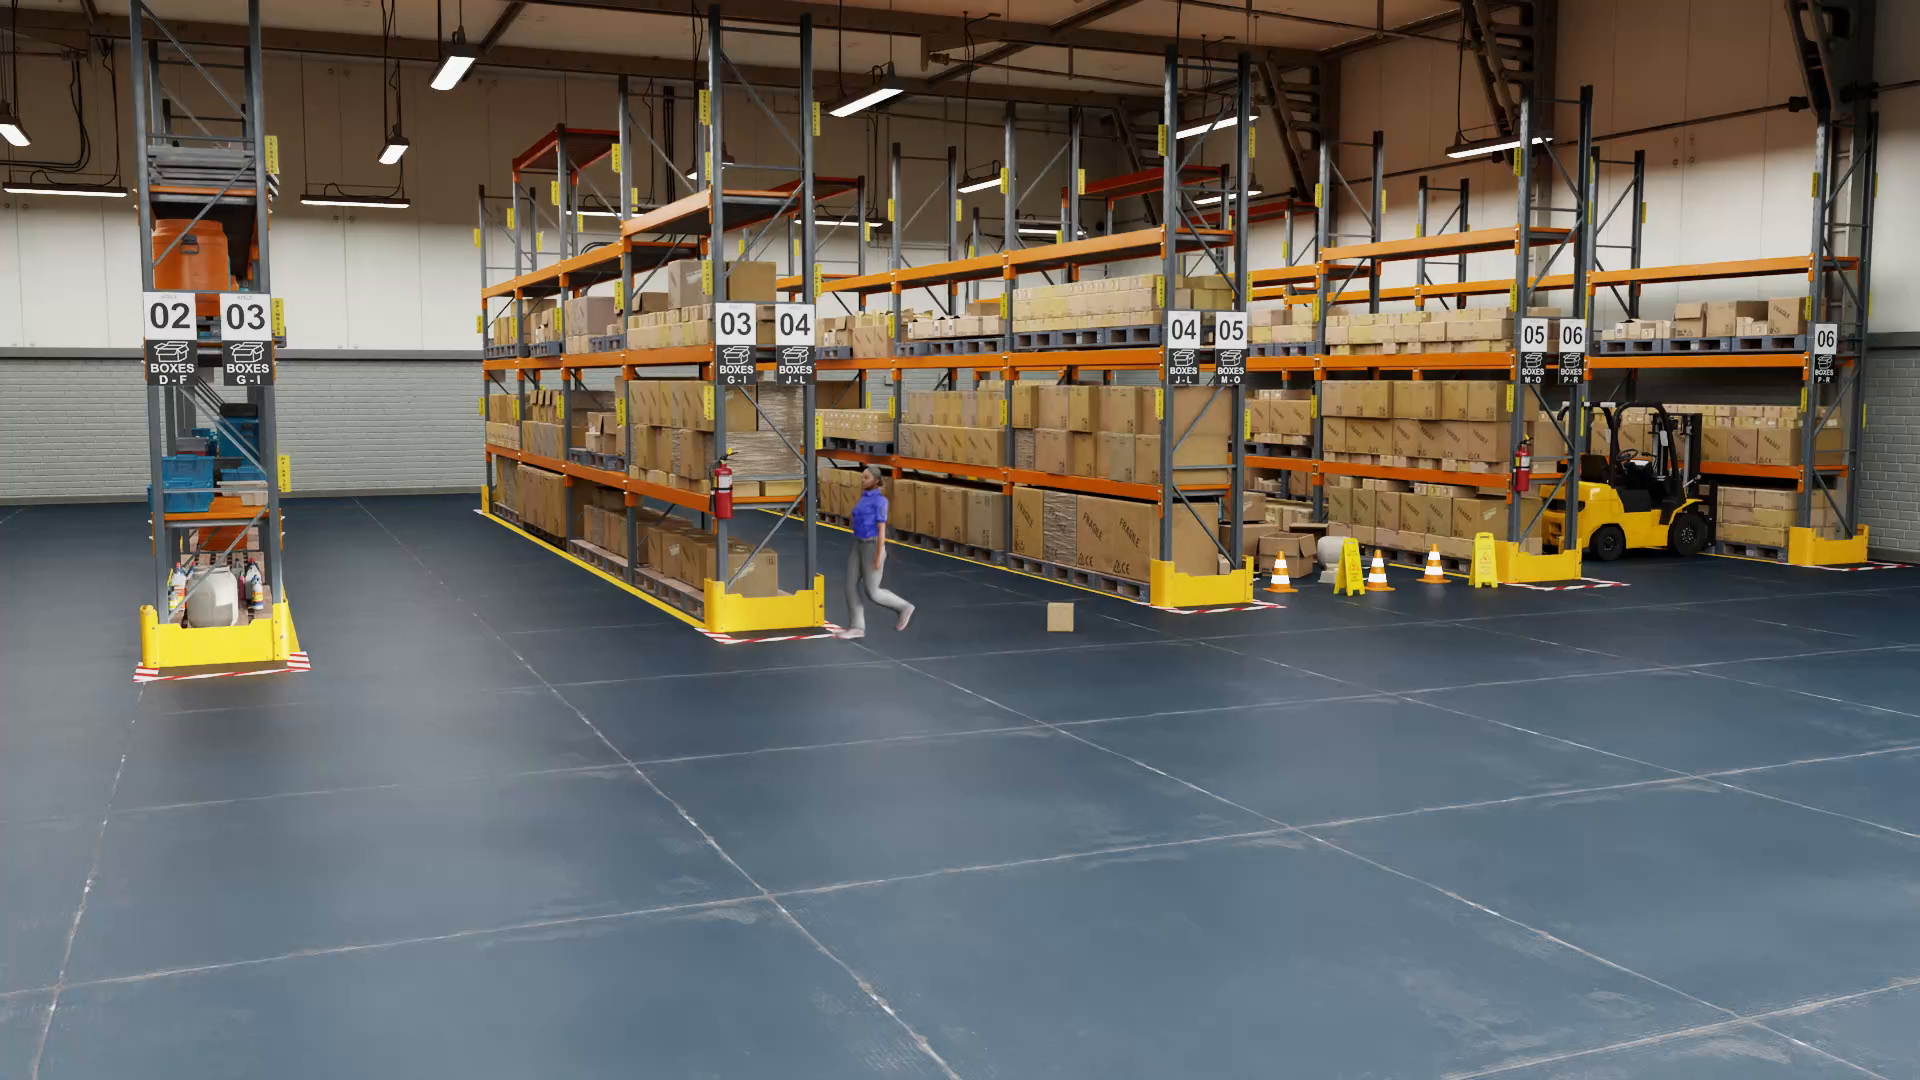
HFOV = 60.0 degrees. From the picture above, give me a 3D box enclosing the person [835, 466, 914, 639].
[{"bbox_3d":[-0.821,0.112,15.738,0.744,1.619,0.461,-3,7,-32],"label":"person"}]
